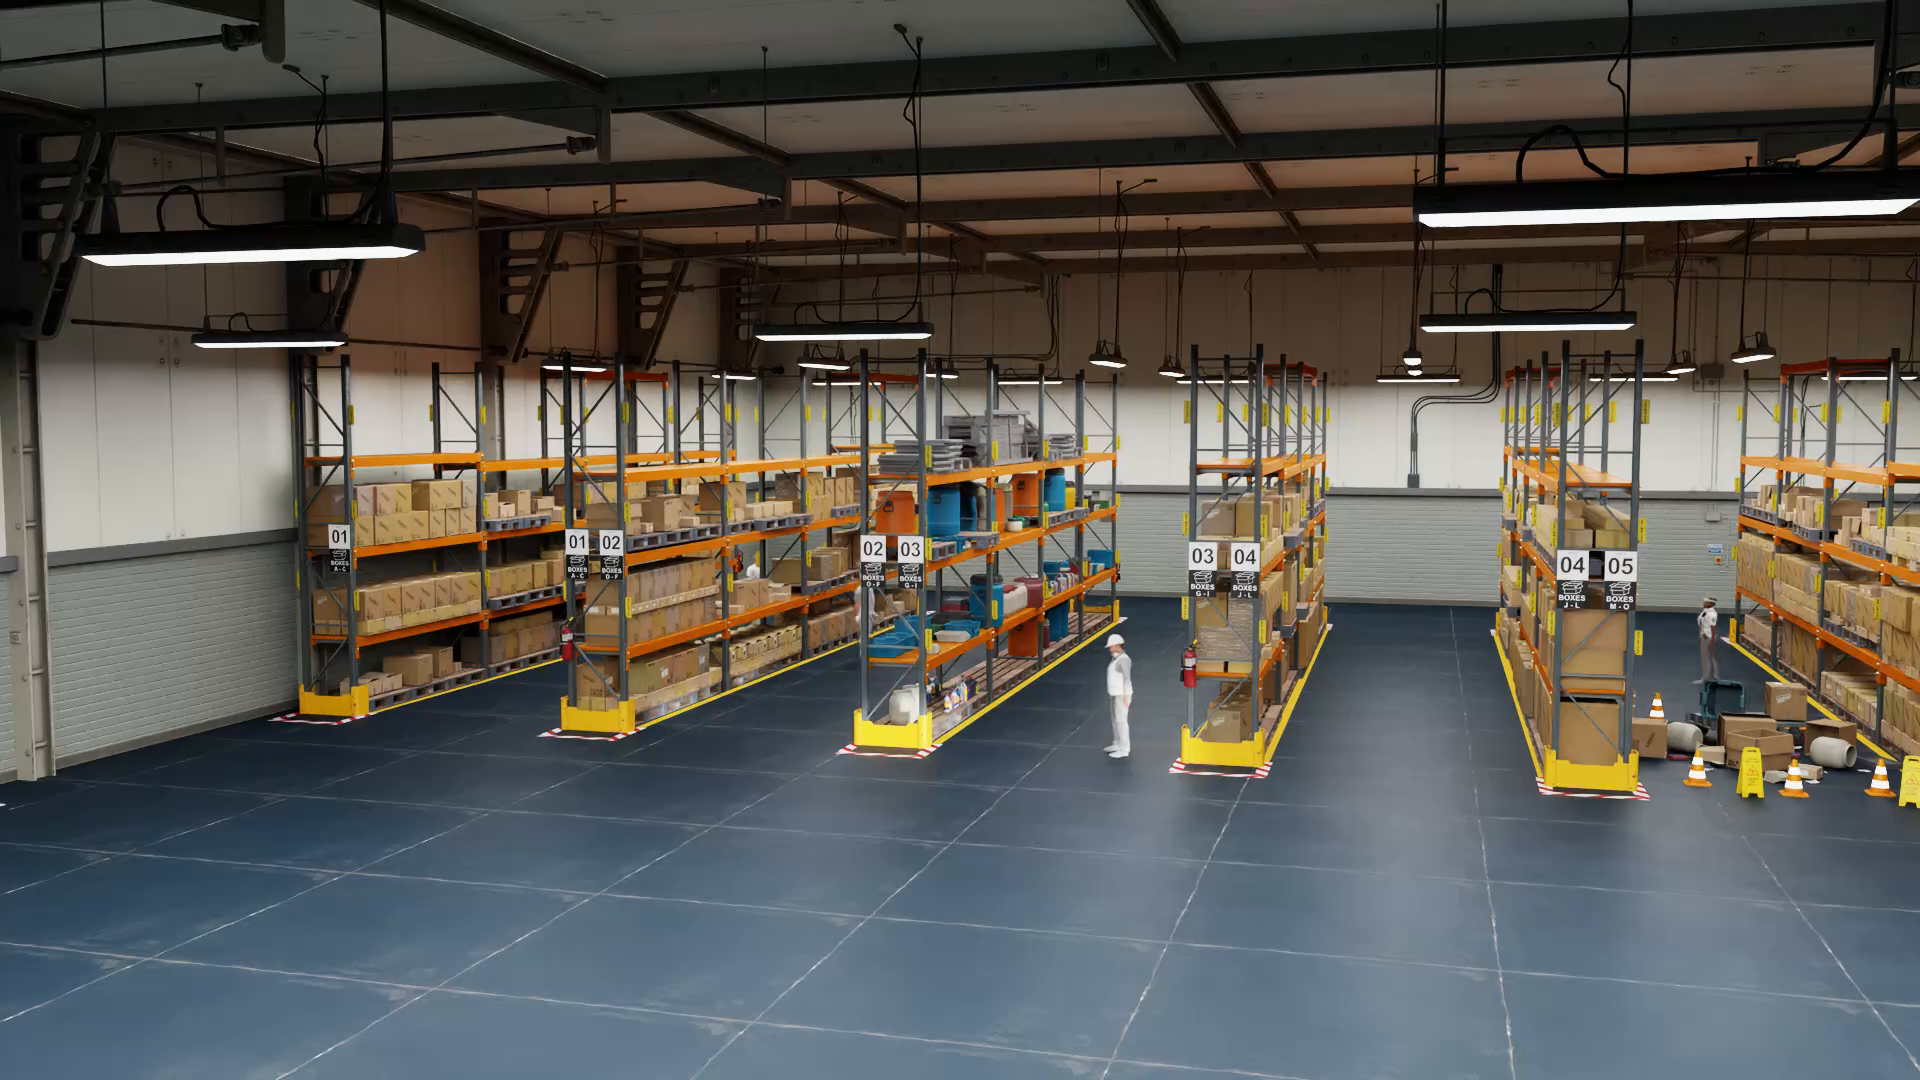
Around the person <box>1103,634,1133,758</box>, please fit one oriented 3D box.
[{"bbox_3d":[2.335,2.276,24.518,0.406,1.769,0.619,0,4,-4],"label":"person"}]

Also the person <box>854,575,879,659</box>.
[{"bbox_3d":[-1.831,1.557,33.451,0.526,1.807,0.579,2,5,26],"label":"person"}]

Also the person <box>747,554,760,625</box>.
[{"bbox_3d":[-4.621,1.224,38.549,0.589,1.798,0.597,2,5,28],"label":"person"}]

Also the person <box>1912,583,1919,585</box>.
[{"bbox_3d":[21.263,1.380,36.772,1.017,1.716,0.579,1,4,9],"label":"person"}]

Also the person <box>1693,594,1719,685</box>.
[{"bbox_3d":[13.911,1.850,30.932,0.429,1.690,0.476,3,5,32],"label":"person"}]
